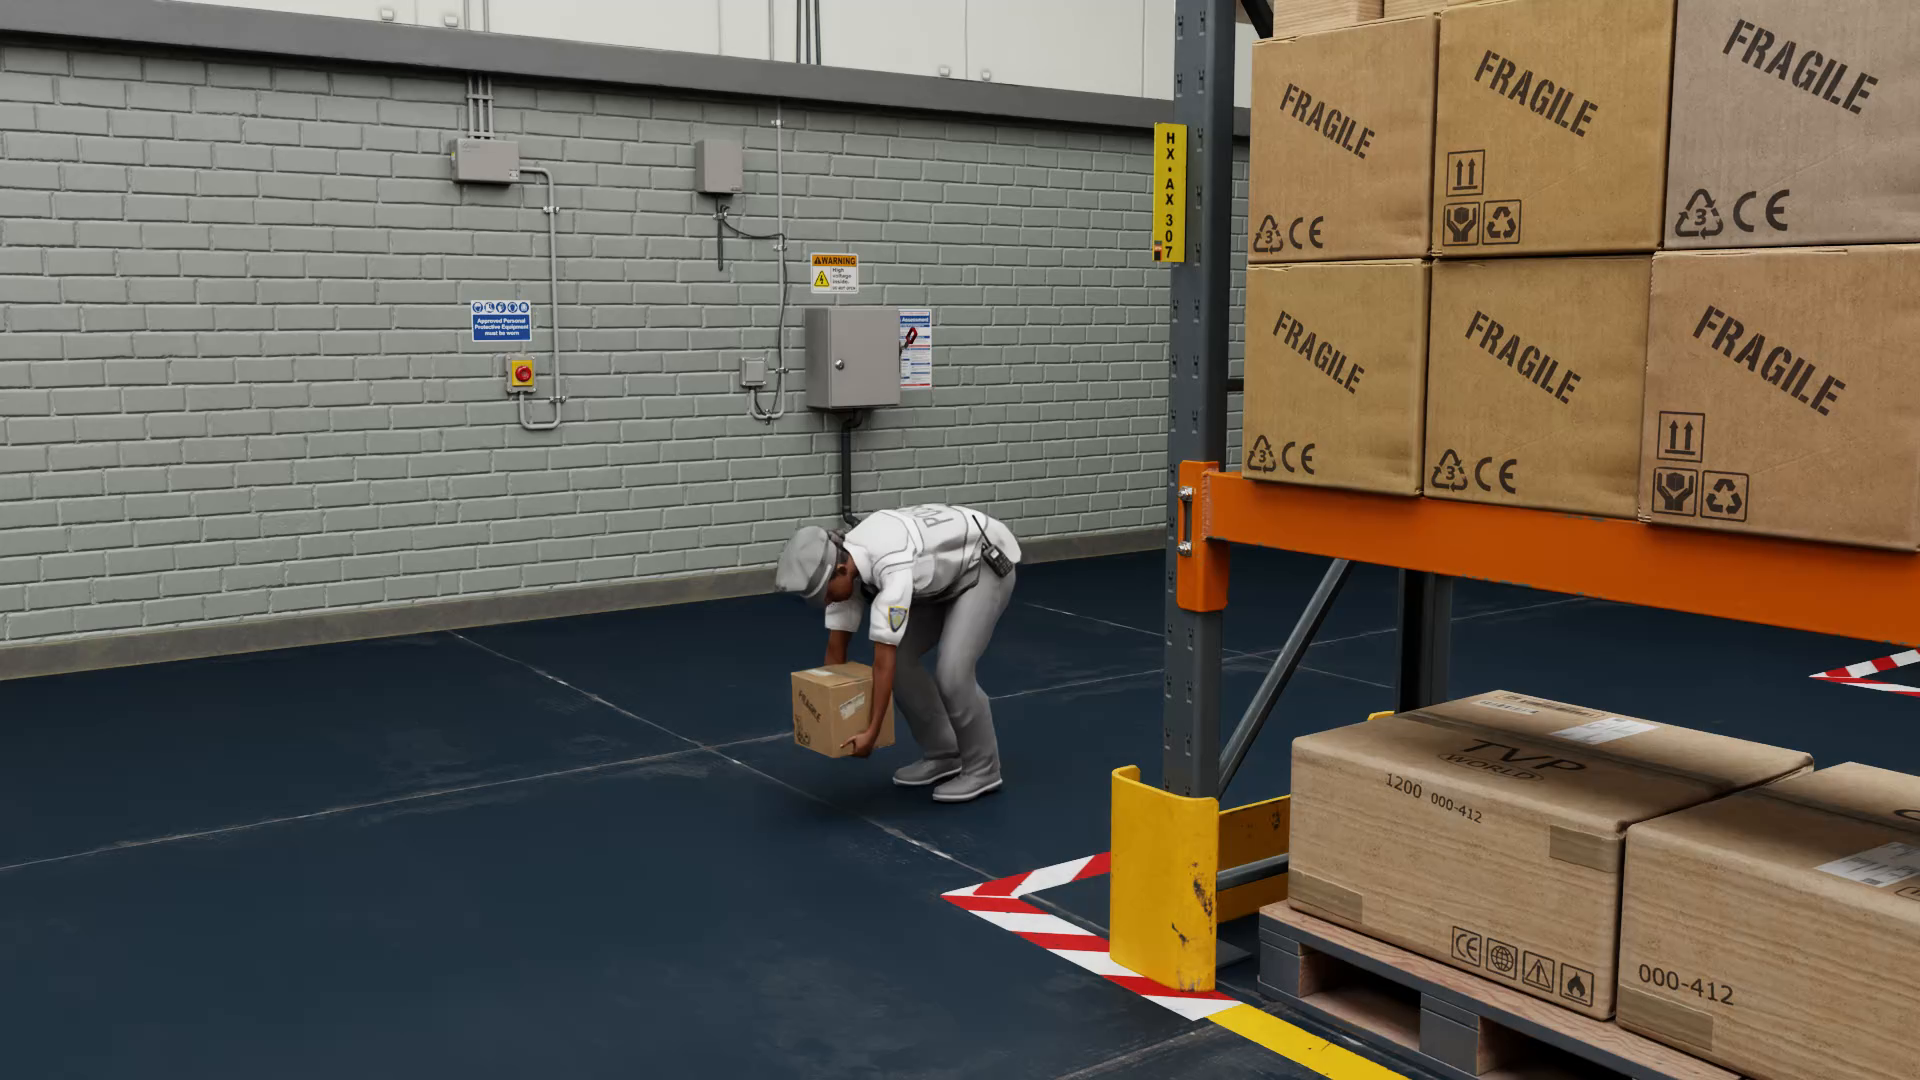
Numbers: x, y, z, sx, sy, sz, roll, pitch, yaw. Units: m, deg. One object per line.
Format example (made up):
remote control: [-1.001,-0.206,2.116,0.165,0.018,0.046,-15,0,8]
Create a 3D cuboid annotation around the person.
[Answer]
person: [-0.211,0.402,5.757,0.938,1.022,0.436,-6,10,-38]
